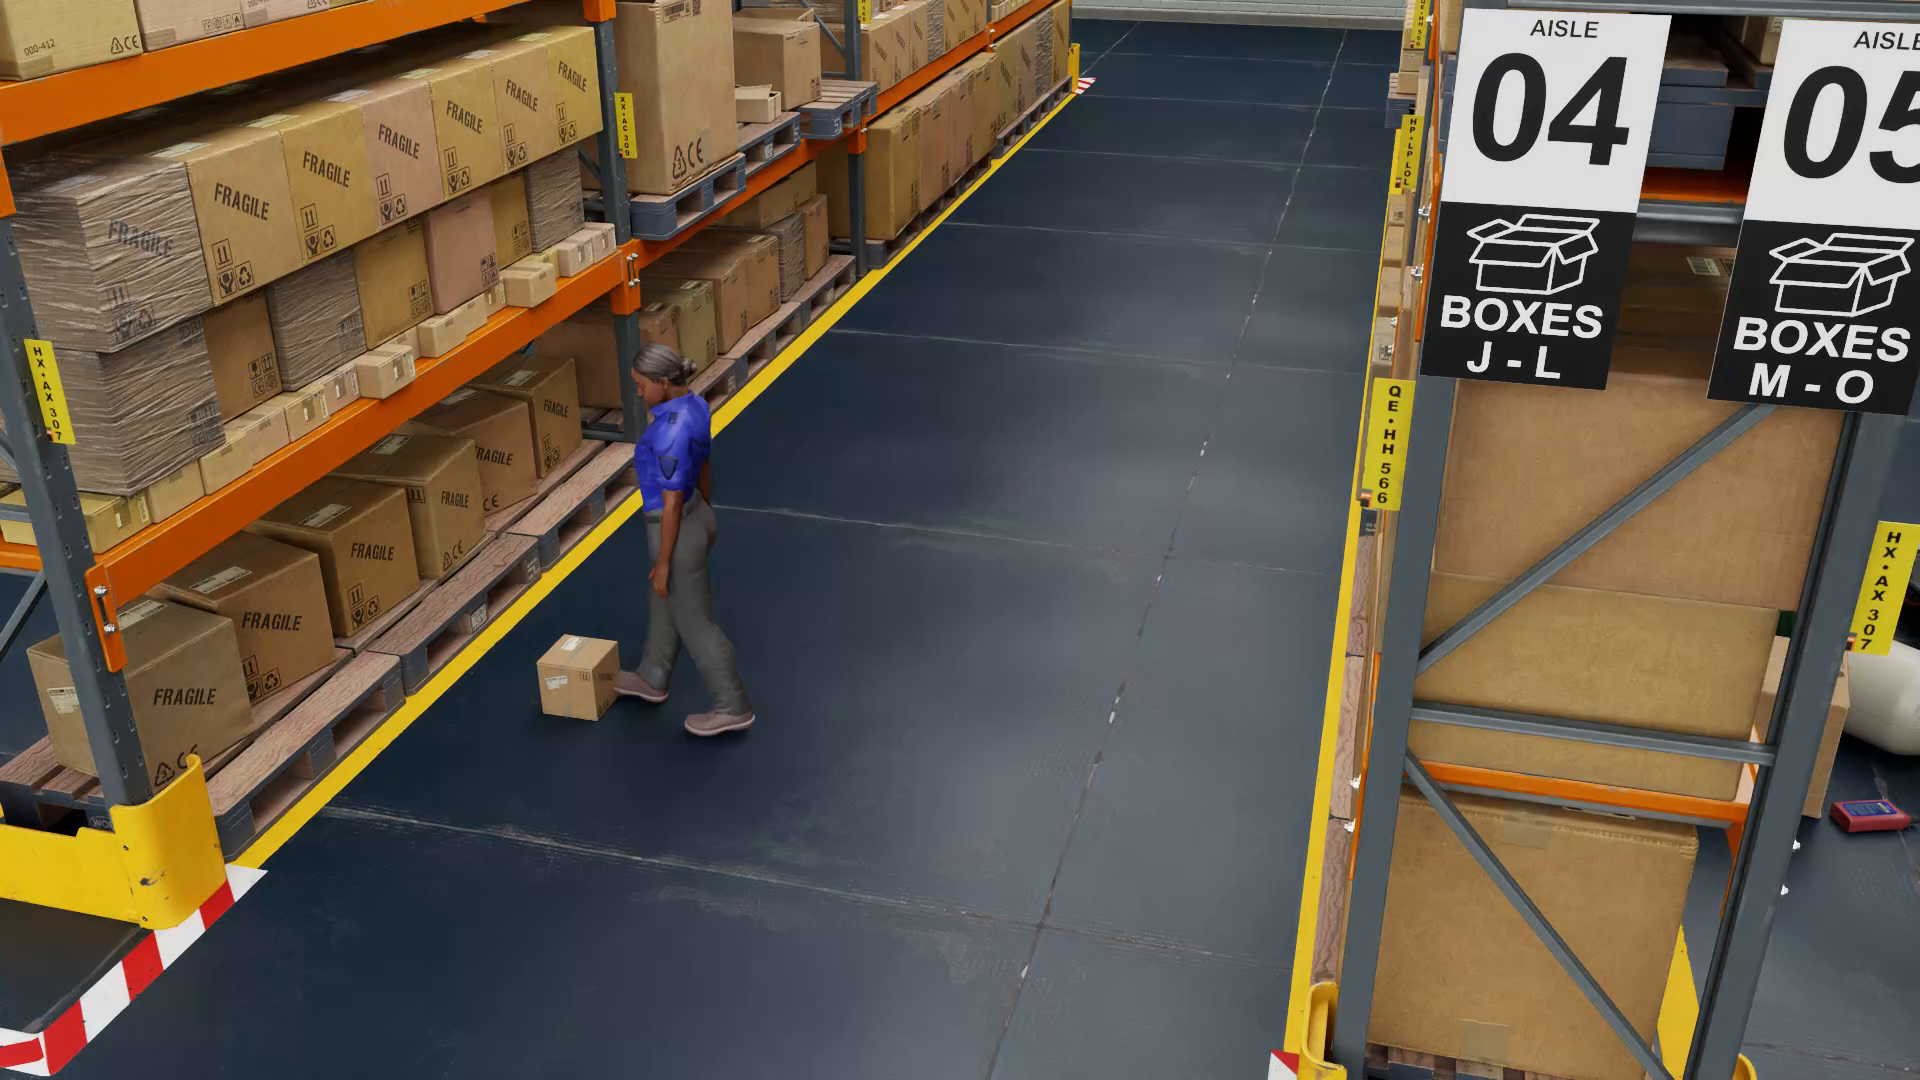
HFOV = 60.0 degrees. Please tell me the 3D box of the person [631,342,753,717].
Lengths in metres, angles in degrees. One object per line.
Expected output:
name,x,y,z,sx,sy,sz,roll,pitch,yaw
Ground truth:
person,-1.118,-0.029,6.596,0.561,1.575,0.484,3,26,7
